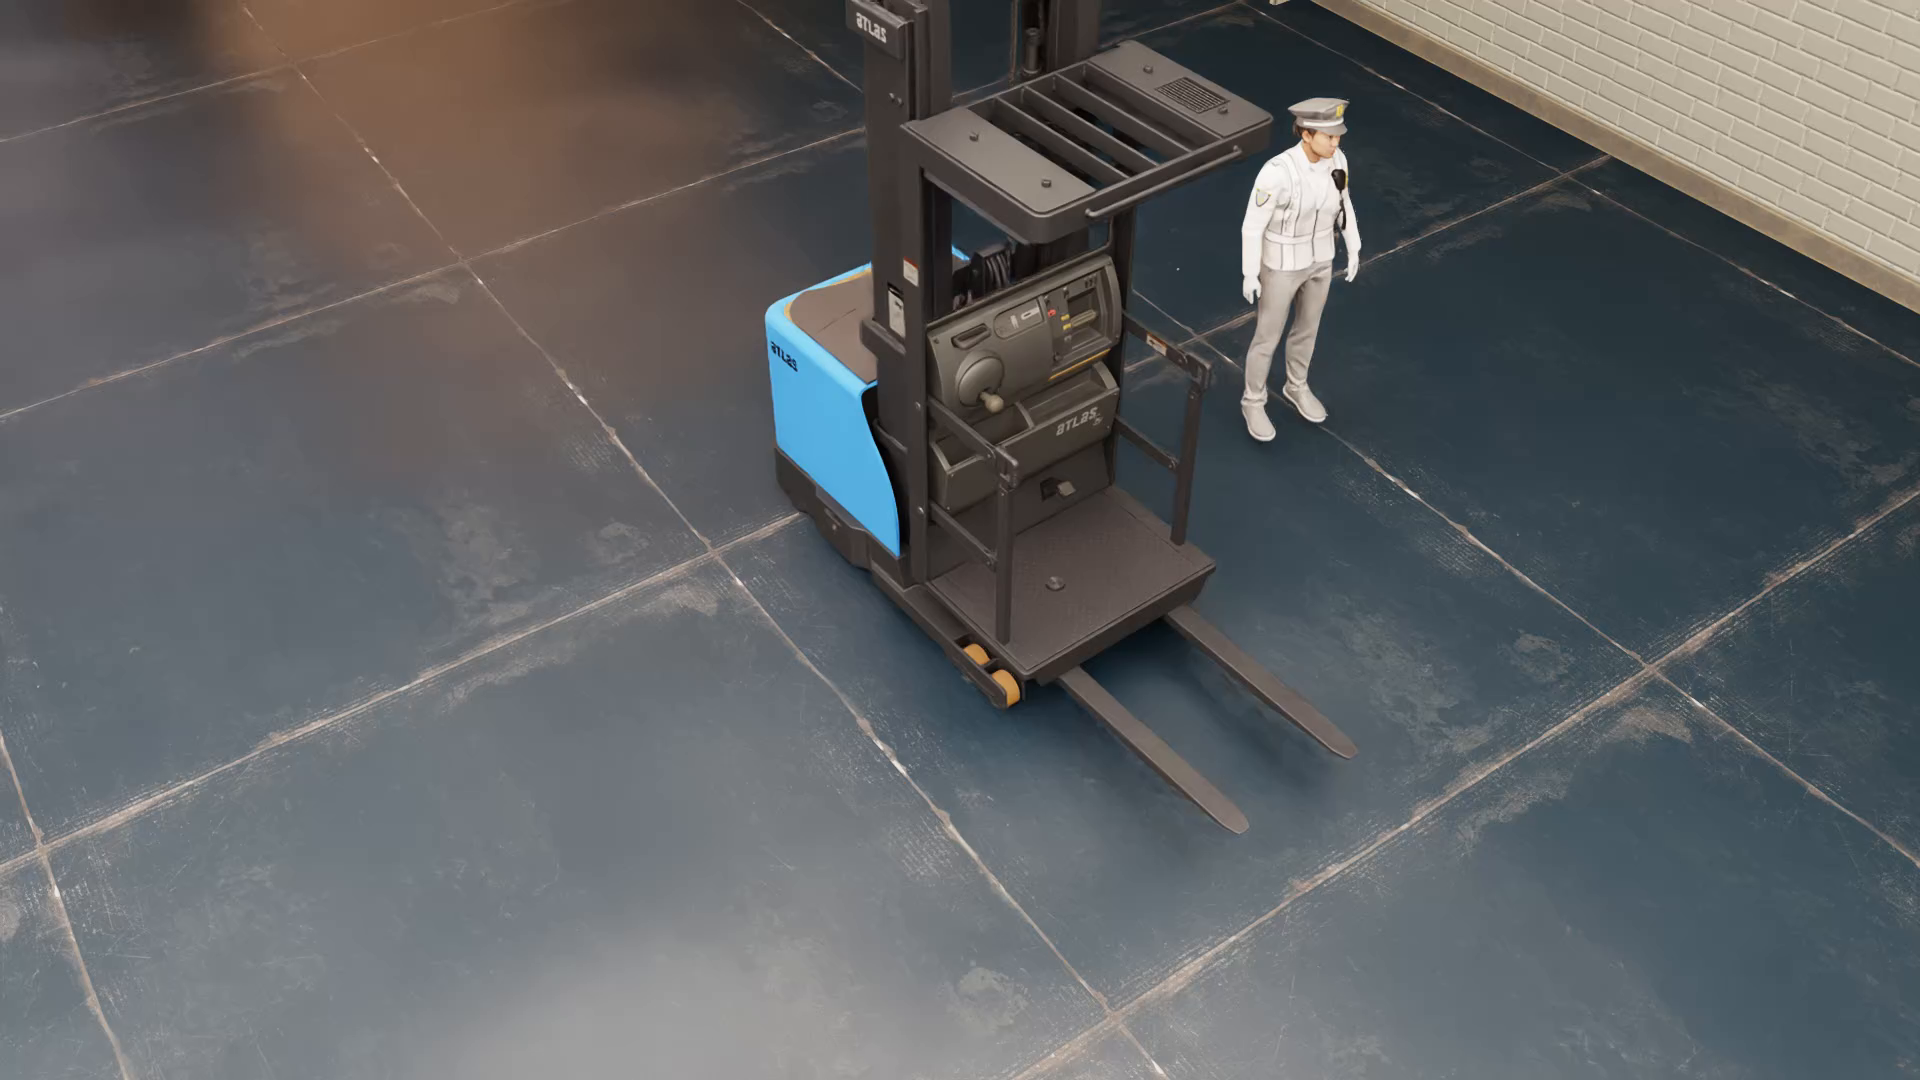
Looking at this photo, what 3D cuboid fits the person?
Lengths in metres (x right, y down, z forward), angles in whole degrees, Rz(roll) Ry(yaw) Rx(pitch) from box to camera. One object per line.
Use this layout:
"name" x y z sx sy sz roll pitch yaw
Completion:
"person" 1.622 -1.284 7.862 0.624 1.712 0.407 -18 46 -19

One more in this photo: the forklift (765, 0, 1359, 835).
"forklift" 0.405 -0.742 6.521 1.130 2.935 3.031 -28 49 -27
